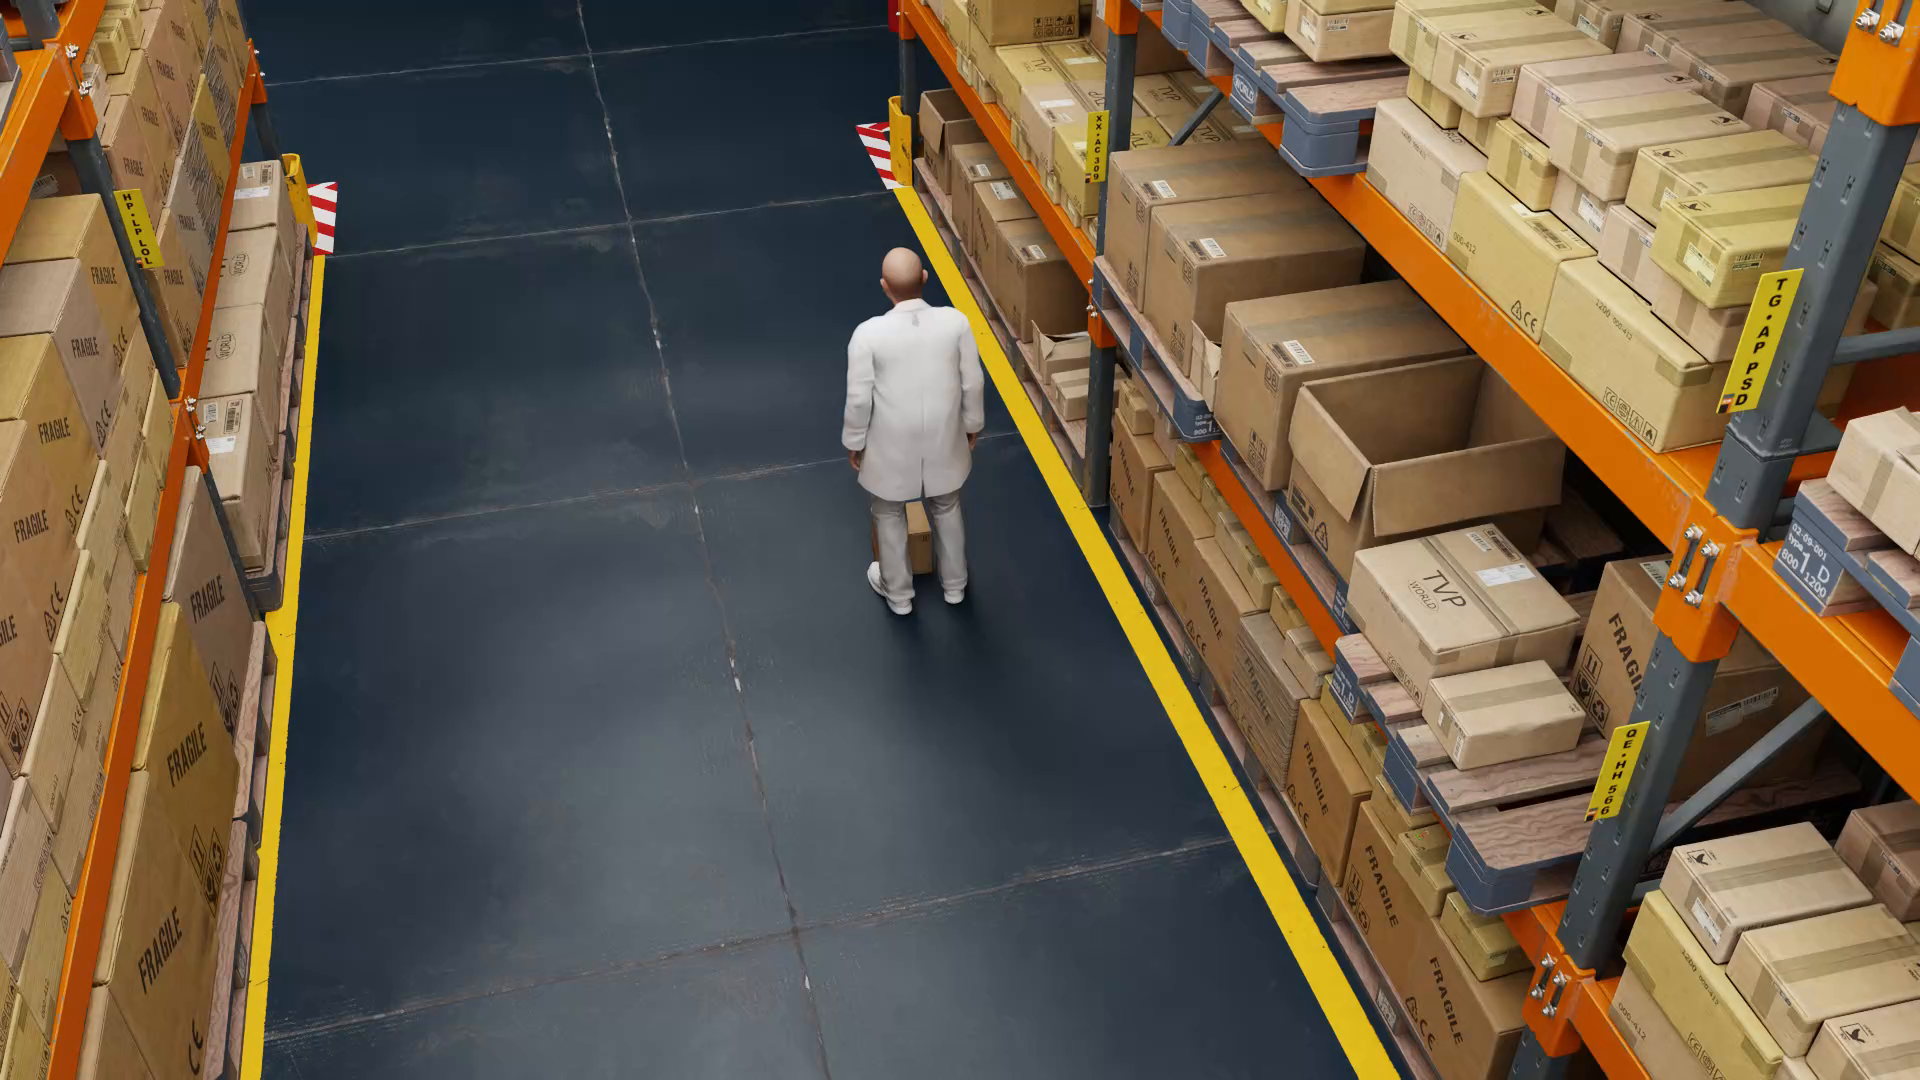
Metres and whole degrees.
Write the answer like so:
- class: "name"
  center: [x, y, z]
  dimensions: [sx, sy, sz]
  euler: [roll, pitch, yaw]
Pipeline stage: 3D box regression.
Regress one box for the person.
- class: "person"
  center: [-0.199, -0.460, 7.323]
  dimensions: [0.632, 1.773, 0.426]
  euler: [-10, 39, -12]
